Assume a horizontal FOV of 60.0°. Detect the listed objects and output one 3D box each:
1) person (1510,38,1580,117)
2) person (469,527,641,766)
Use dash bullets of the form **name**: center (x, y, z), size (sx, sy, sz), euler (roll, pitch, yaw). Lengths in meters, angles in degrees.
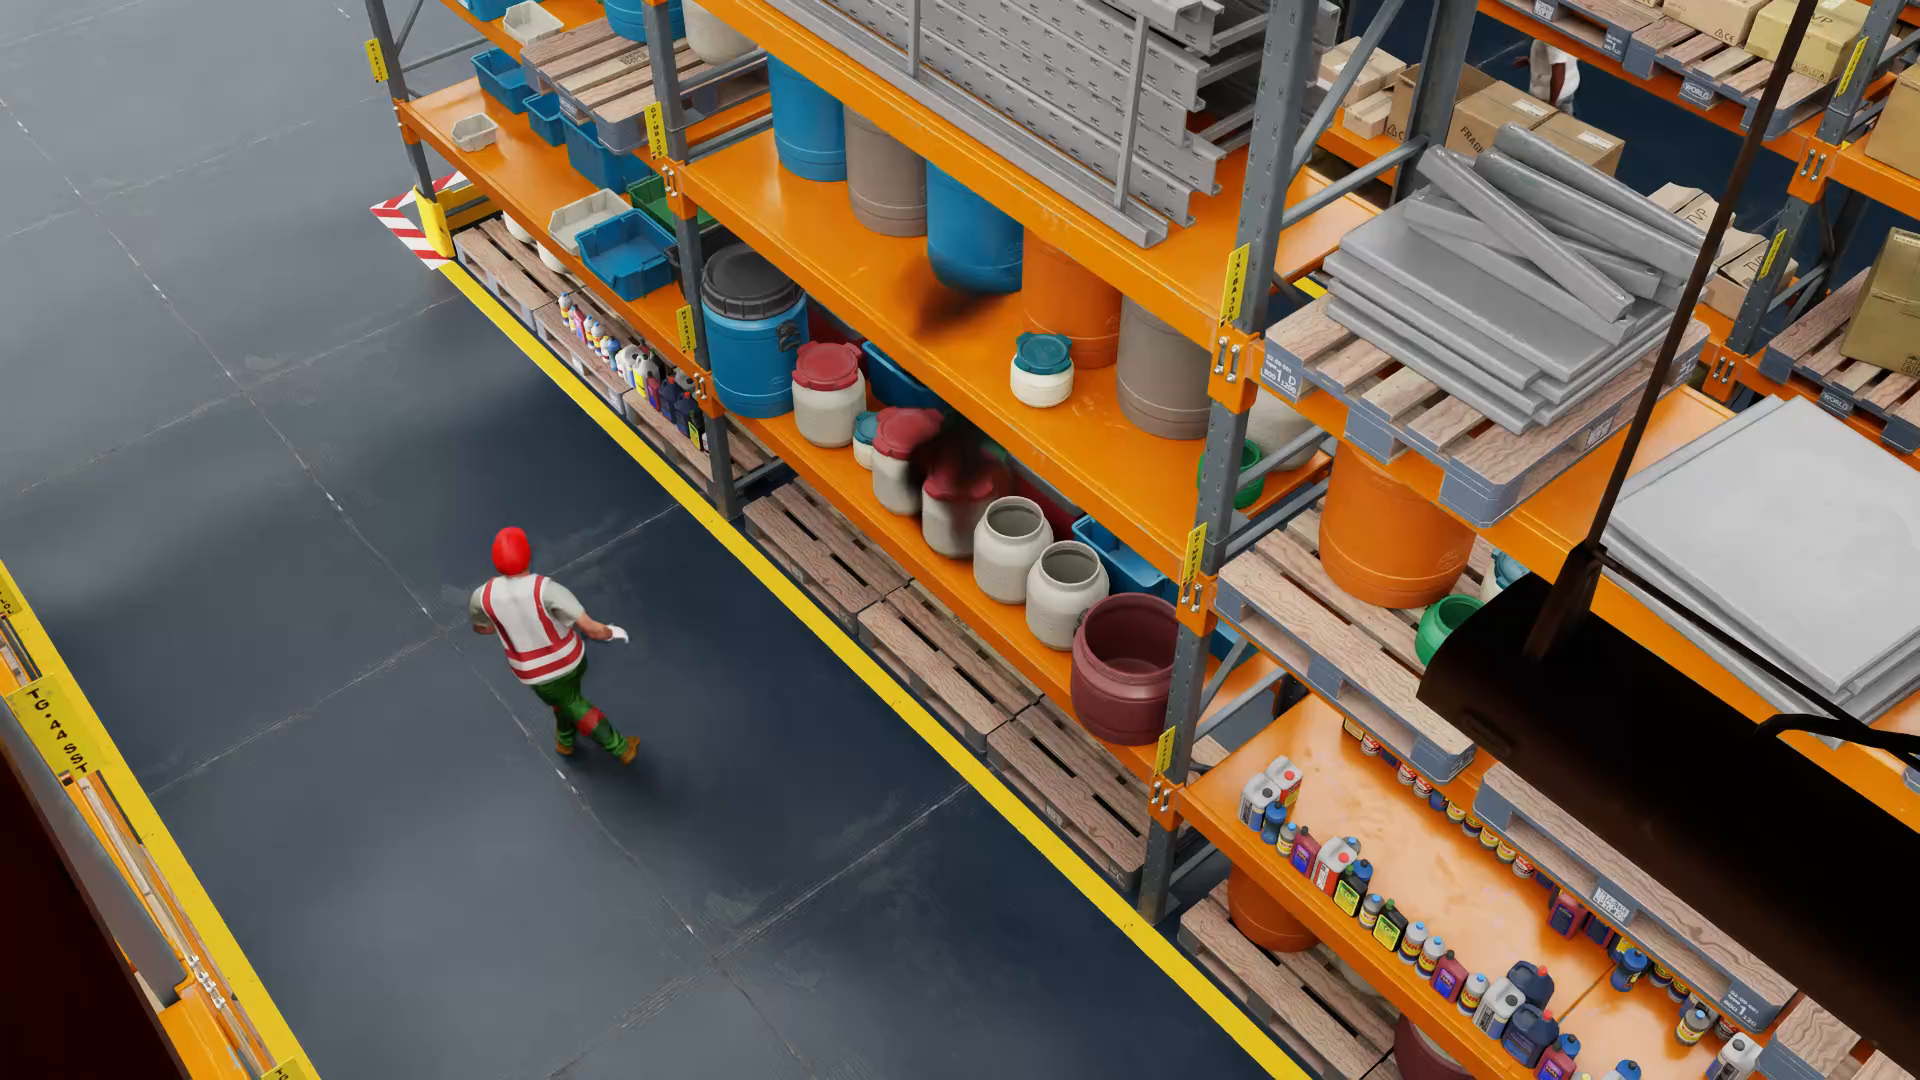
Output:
- **person**: center (4.645, -3.593, 13.157), size (0.609, 1.704, 0.975), euler (-34, 55, -28)
- **person**: center (-2.220, 0.673, 9.196), size (0.786, 1.725, 0.698), euler (-15, 48, -14)
